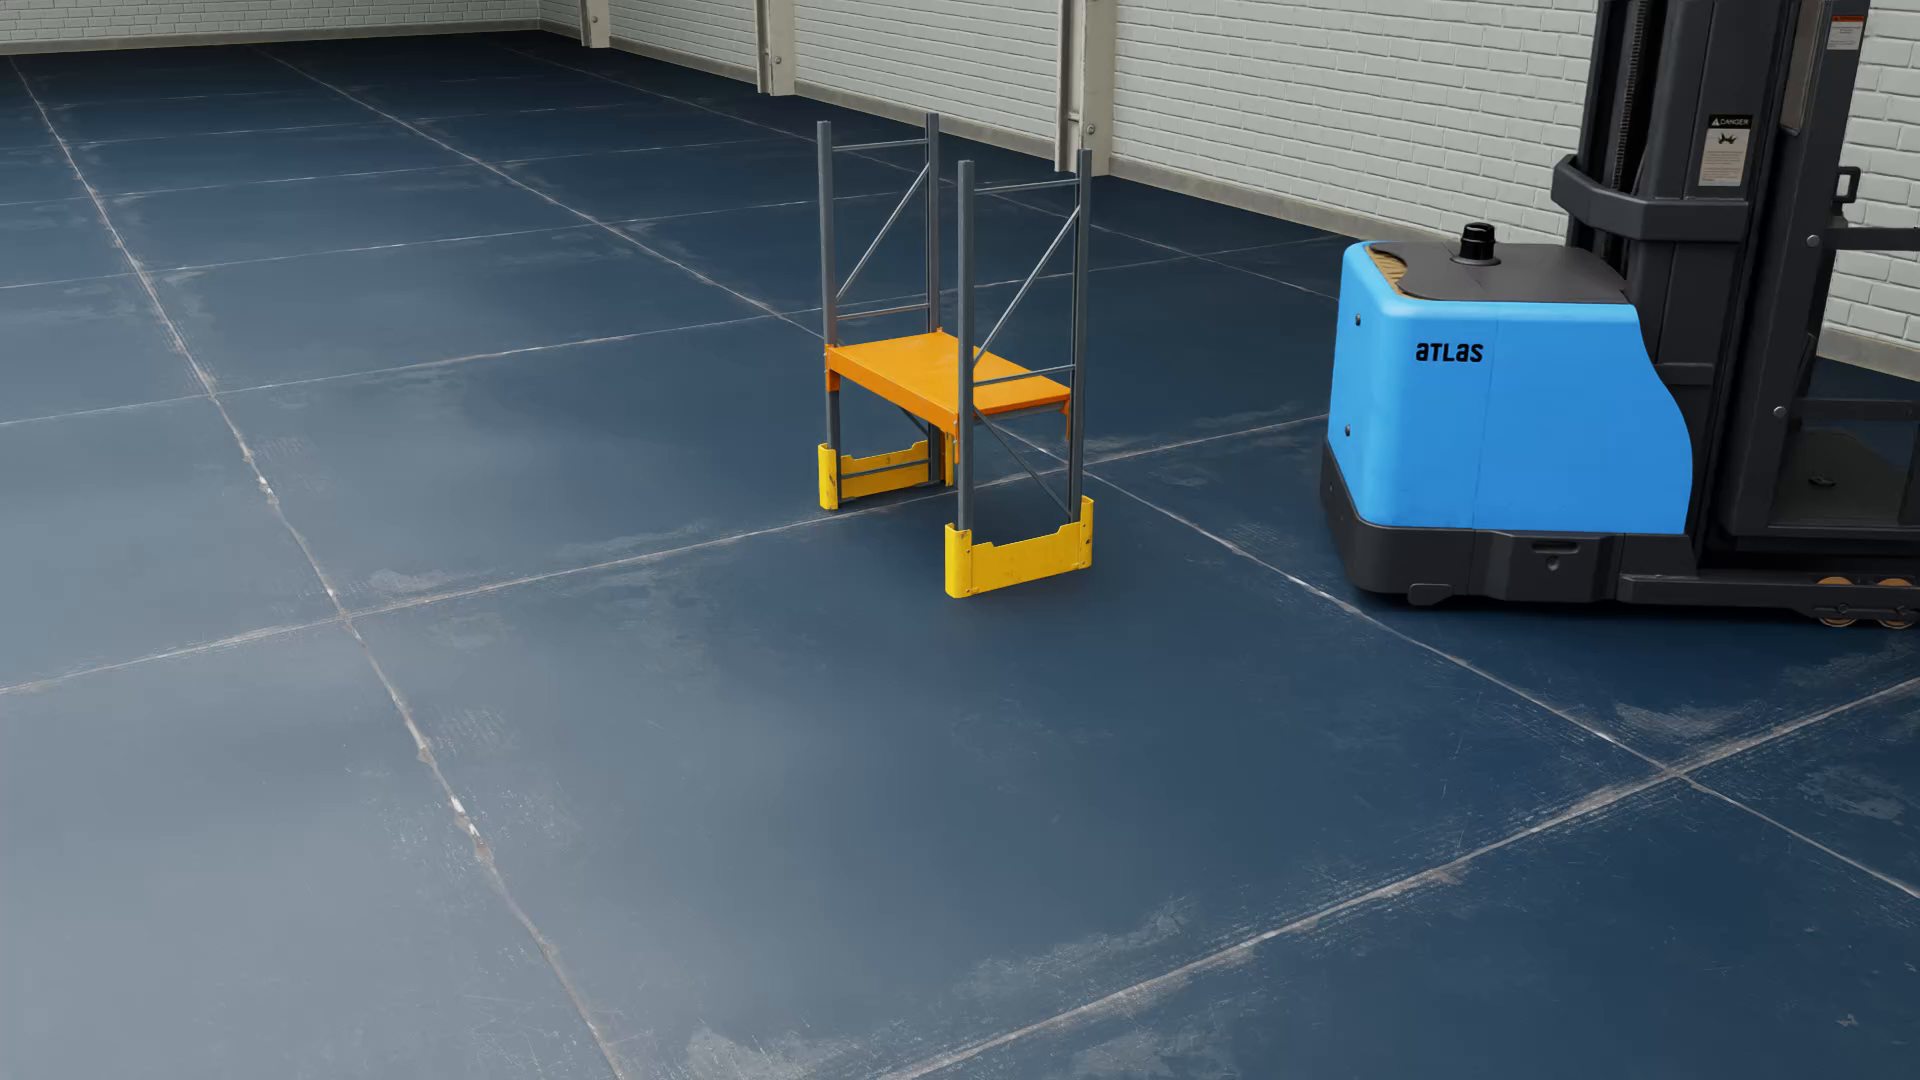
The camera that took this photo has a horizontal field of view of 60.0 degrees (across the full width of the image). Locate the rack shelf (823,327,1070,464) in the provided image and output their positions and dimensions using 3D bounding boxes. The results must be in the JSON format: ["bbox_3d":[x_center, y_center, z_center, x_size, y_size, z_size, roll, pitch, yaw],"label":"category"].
[{"bbox_3d":[-0.044,-0.556,6.165,0.538,0.185,1.000,-13,25,-28],"label":"rack shelf"}]

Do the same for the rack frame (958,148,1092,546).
[{"bbox_3d":[0.216,-0.558,5.692,0.500,1.500,0.032,-13,25,-28],"label":"rack frame"}]

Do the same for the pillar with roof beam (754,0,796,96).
[{"bbox_3d":[-5.744,-8.342,14.883,9.100,9.000,0.400,-13,25,-28],"label":"pillar with roof beam"}]

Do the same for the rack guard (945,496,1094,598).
[{"bbox_3d":[0.215,0.021,5.928,0.587,0.250,0.087,-13,25,-28],"label":"rack guard"}]

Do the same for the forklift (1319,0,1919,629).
[{"bbox_3d":[2.896,-1.268,5.537,3.031,2.935,1.130,2,22,4],"label":"forklift"}]

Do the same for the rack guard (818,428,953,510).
[{"bbox_3d":[-0.293,-0.302,6.722,0.587,0.250,0.087,-13,25,-28],"label":"rack guard"}]

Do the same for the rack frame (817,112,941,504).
[{"bbox_3d":[-0.303,-0.887,6.502,0.500,1.500,0.032,-13,25,-28],"label":"rack frame"}]

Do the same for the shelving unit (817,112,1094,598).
[{"bbox_3d":[-0.039,-0.719,6.090,0.587,1.500,1.083,-13,25,-28],"label":"shelving unit"}]

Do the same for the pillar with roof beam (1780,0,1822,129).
[{"bbox_3d":[0.386,-4.457,5.326,9.100,9.000,0.400,-13,25,-28],"label":"pillar with roof beam"}]

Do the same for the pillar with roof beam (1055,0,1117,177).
[{"bbox_3d":[-2.679,-6.399,10.105,9.100,9.000,0.400,-13,25,-28],"label":"pillar with roof beam"}]

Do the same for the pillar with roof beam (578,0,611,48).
[{"bbox_3d":[-8.808,-10.284,19.662,9.100,9.000,0.400,-13,25,-28],"label":"pillar with roof beam"}]
